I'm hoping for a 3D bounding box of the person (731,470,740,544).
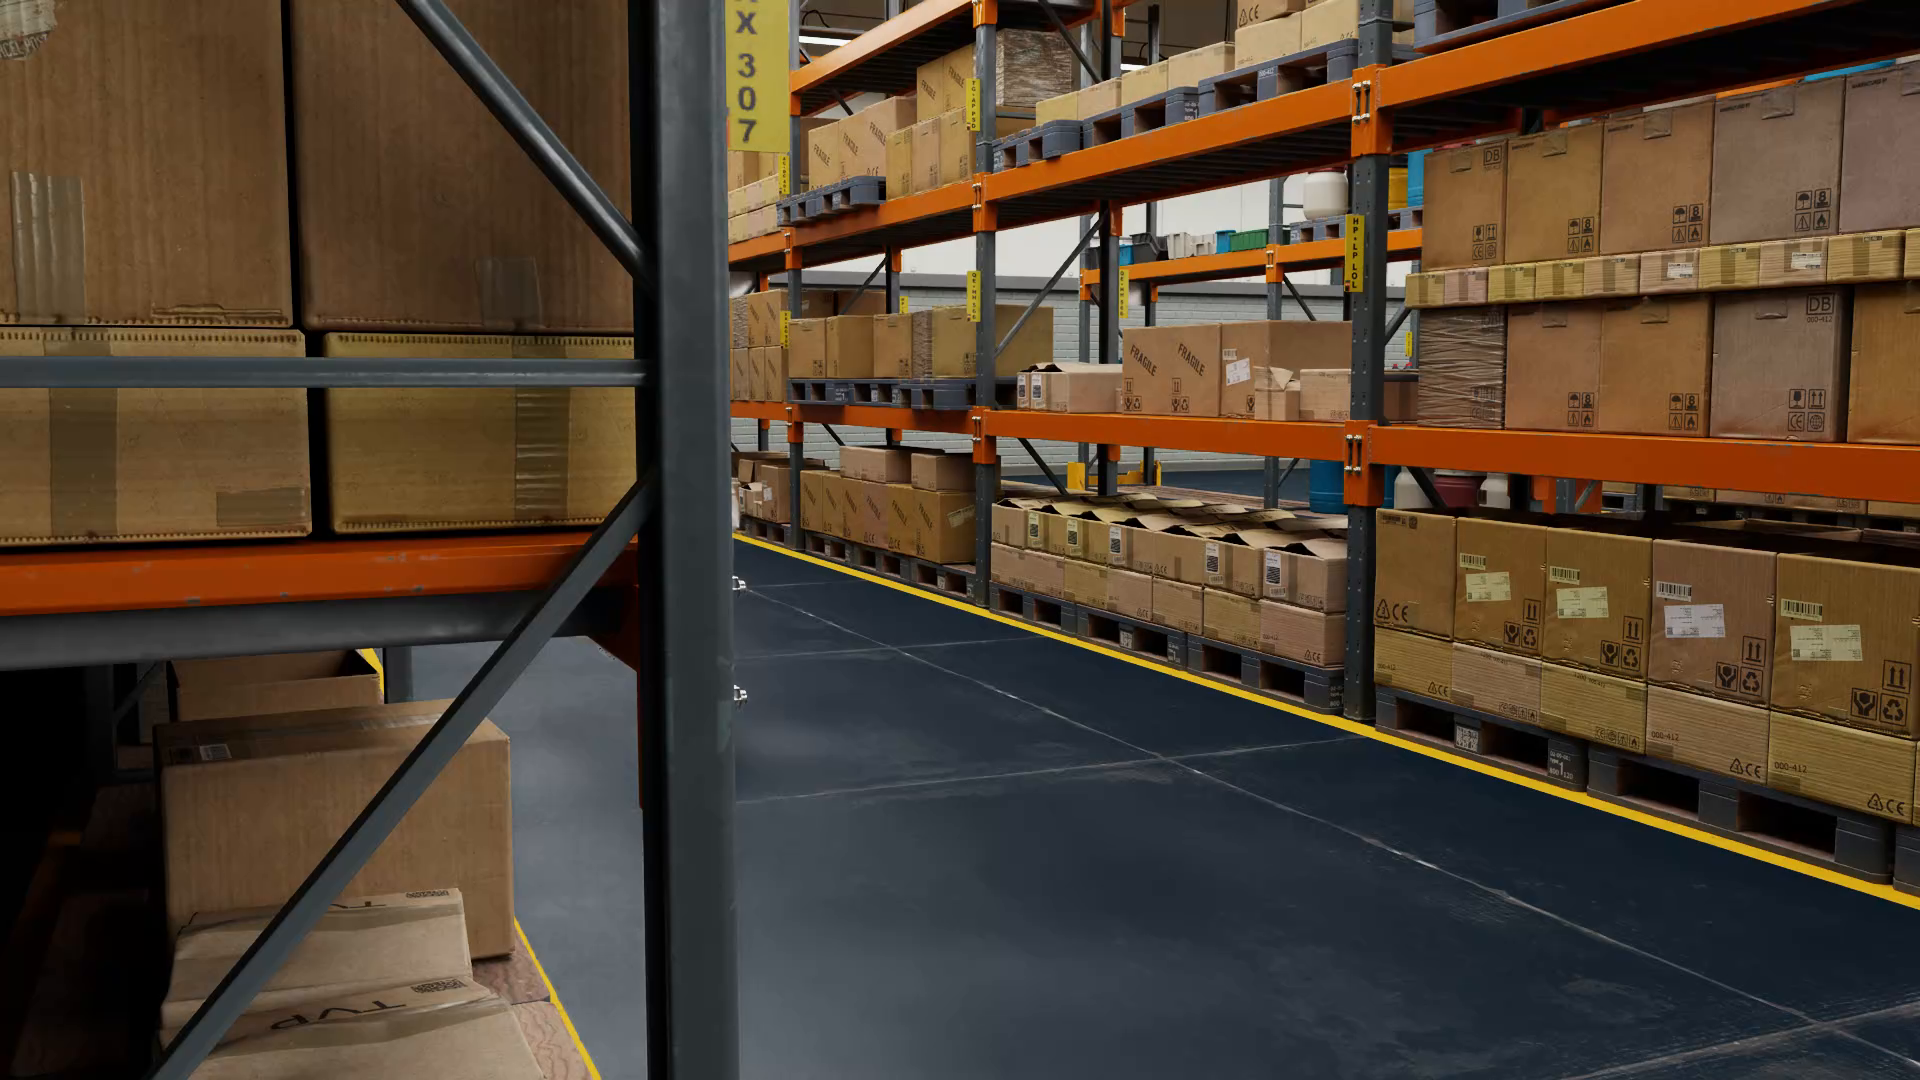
[{"bbox_3d":[-1.241,-0.042,7.414,0.470,1.664,0.547,-3,6,-26],"label":"person"}]
